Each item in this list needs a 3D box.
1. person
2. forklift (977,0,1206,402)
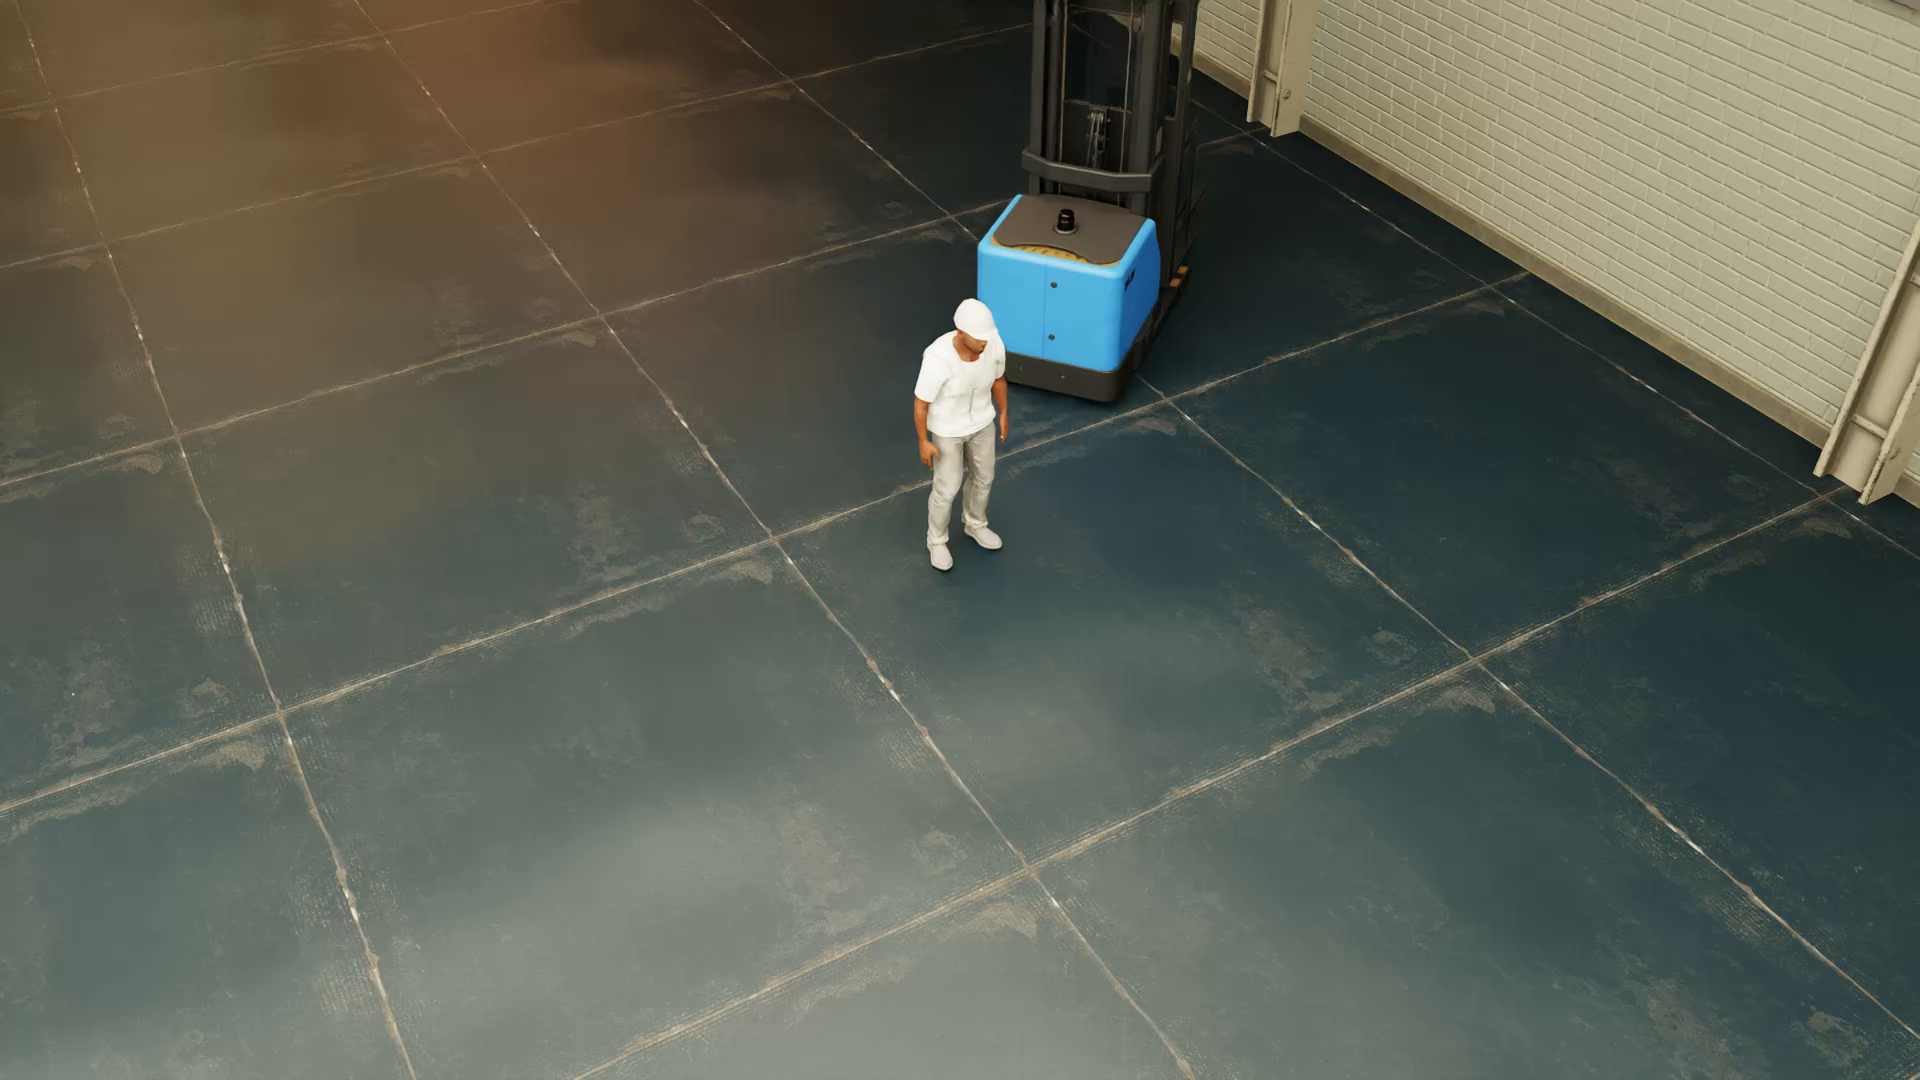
[{"bbox_3d":[0.027,-0.657,9.748,0.626,1.760,0.460,-22,44,-24],"label":"person"},{"bbox_3d":[1.116,-3.019,11.675,1.130,2.935,3.031,14,42,16],"label":"forklift"}]
